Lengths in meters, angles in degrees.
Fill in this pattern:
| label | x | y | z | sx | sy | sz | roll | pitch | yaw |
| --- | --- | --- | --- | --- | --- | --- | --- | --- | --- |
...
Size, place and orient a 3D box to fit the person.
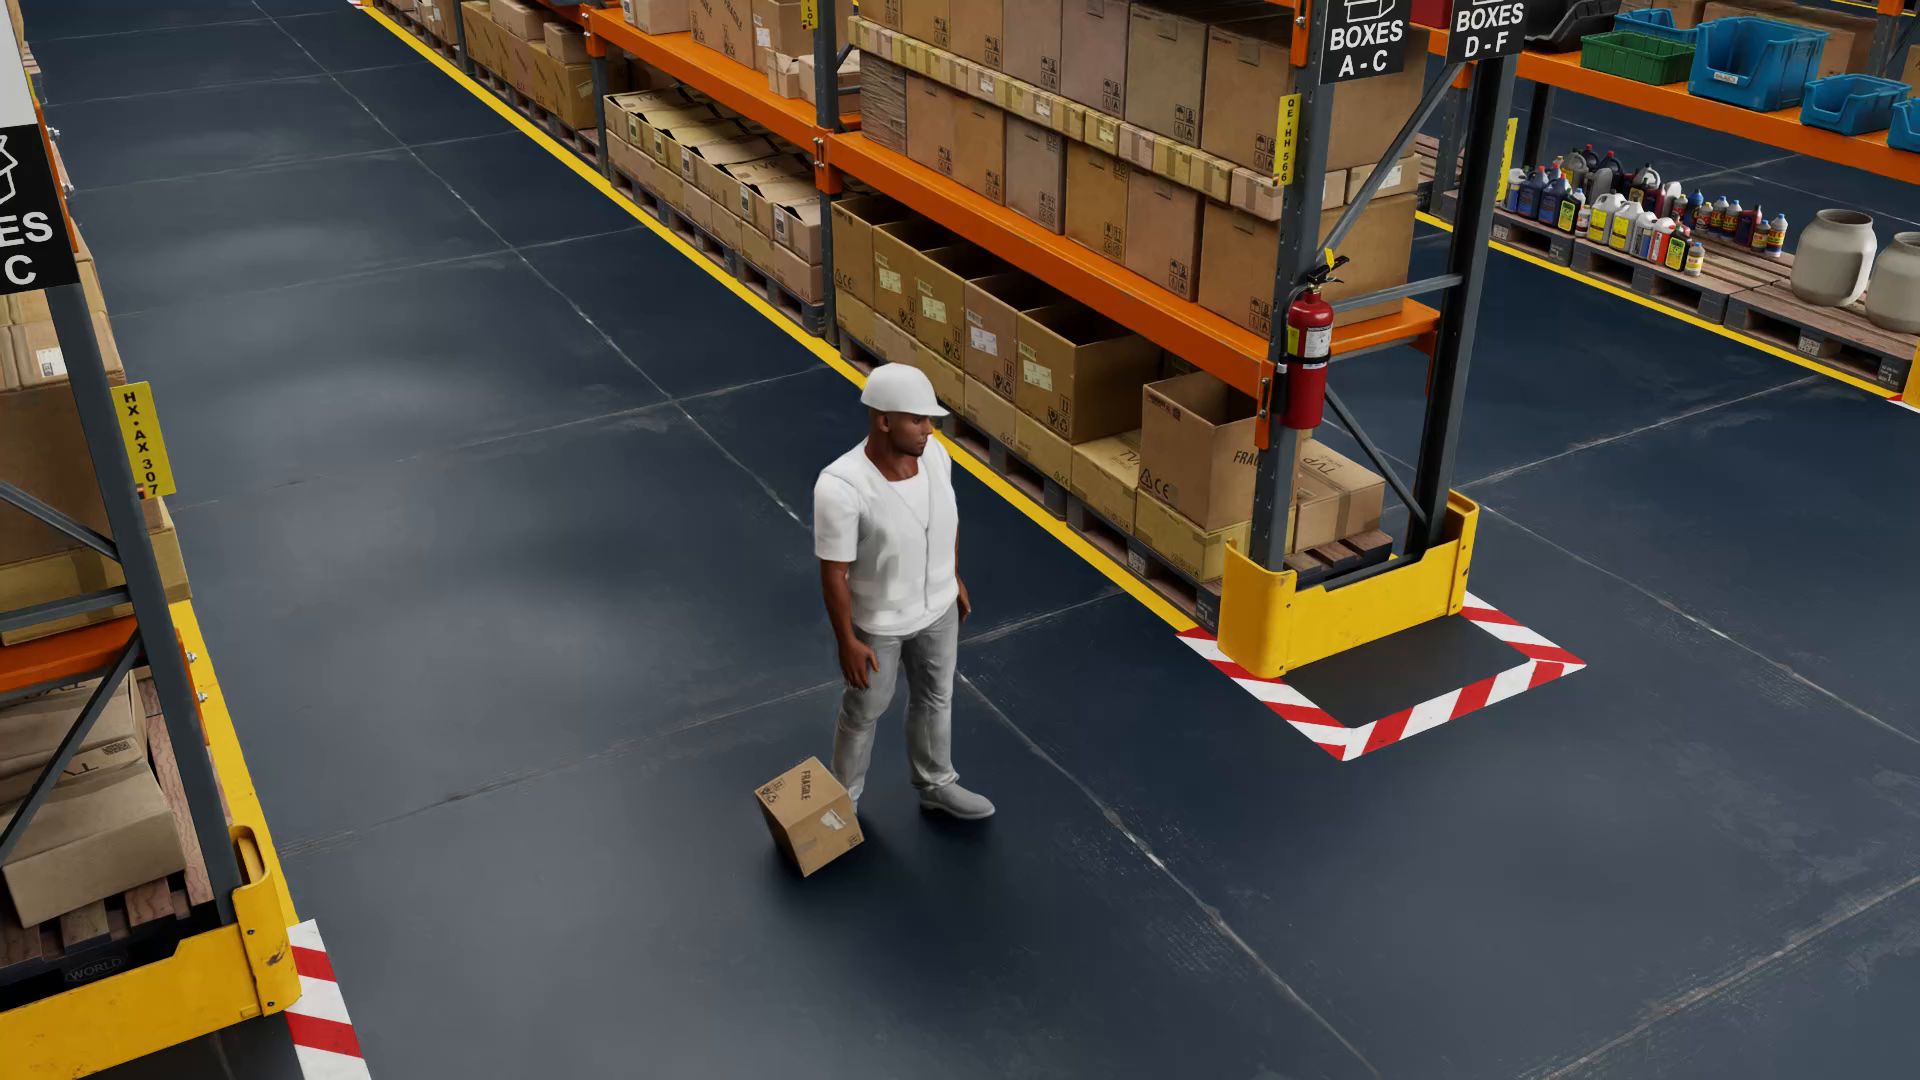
| label | x | y | z | sx | sy | sz | roll | pitch | yaw |
| --- | --- | --- | --- | --- | --- | --- | --- | --- | --- |
| person | -0.207 | 0.239 | 5.622 | 0.652 | 1.767 | 0.463 | -22 | 35 | -34 |
